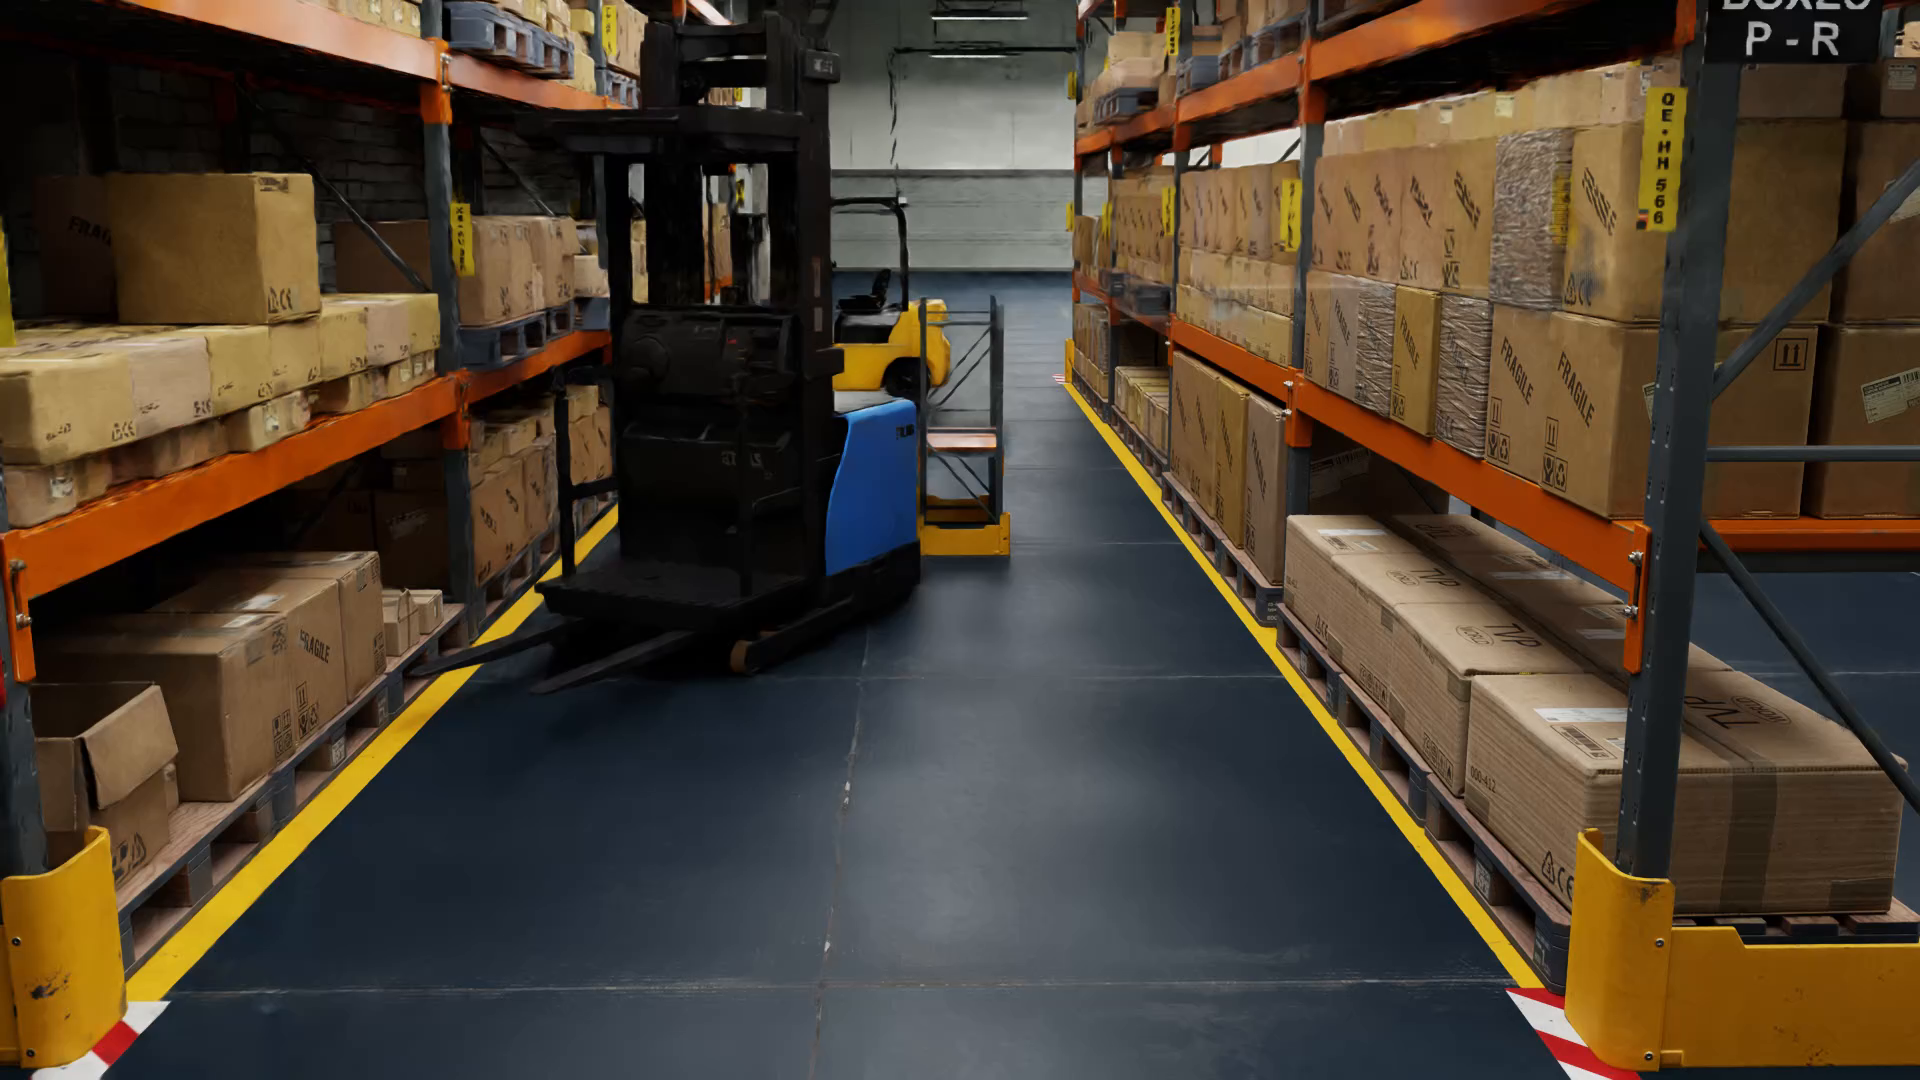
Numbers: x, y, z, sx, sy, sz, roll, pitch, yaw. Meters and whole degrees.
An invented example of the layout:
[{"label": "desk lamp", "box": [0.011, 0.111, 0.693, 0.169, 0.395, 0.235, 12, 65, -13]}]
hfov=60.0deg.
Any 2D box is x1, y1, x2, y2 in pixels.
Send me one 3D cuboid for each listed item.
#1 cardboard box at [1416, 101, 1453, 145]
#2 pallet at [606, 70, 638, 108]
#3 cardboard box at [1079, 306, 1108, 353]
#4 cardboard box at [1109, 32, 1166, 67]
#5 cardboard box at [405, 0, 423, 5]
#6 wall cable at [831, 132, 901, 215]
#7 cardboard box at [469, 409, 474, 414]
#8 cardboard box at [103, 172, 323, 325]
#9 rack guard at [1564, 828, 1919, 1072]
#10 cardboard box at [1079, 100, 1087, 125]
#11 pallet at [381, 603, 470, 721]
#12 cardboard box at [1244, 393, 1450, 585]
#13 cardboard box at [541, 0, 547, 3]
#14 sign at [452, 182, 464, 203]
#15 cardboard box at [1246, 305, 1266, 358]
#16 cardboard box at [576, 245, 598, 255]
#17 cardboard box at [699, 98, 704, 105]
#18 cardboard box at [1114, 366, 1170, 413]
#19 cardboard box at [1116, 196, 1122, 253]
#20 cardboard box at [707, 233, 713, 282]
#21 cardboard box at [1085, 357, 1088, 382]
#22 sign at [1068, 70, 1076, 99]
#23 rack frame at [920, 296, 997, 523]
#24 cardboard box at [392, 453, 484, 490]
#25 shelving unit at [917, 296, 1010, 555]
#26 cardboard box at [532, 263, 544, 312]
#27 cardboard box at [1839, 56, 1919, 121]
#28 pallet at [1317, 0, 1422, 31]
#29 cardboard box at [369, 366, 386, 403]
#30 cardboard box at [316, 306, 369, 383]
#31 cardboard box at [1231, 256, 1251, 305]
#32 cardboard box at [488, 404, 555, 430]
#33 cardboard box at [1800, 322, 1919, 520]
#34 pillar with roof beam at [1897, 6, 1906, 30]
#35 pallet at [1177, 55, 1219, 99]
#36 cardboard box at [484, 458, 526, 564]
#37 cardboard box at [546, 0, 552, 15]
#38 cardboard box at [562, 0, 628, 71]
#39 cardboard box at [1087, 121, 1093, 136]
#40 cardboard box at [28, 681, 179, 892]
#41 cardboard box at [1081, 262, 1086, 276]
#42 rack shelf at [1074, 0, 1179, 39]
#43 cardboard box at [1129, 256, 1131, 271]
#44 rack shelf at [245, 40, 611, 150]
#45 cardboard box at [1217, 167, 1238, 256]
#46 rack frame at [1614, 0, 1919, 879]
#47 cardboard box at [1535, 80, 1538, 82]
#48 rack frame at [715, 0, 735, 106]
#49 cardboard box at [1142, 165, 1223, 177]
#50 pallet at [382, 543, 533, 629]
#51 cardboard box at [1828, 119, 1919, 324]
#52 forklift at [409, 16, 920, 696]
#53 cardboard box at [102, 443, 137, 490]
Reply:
[{"label": "cardboard box", "box": [1.856, -1.486, 5.943, 0.380, 0.149, 0.250, 0, 11, -1]}, {"label": "pallet", "box": [-3.053, -3.282, 12.123, 1.213, 0.211, 1.003, 0, 11, 1]}, {"label": "cardboard box", "box": [1.604, -2.337, 18.507, 0.500, 0.500, 0.500, -1, 11, -3]}, {"label": "cardboard box", "box": [1.562, -4.217, 14.319, 0.500, 0.250, 0.500, 0, 11, -2]}, {"label": "cardboard box", "box": [-2.606, -2.422, 7.039, 0.500, 0.250, 0.500, 0, 11, -1]}, {"label": "wall cable", "box": [-3.360, -11.191, 50.898, 3.097, 2.526, 0.112, 0, 11, -1]}, {"label": "cardboard box", "box": [-3.170, -0.707, 10.098, 0.380, 0.149, 0.250, 0, 11, -1]}, {"label": "cardboard box", "box": [-2.555, -1.009, 5.731, 0.500, 0.500, 0.500, 0, 11, 0]}, {"label": "rack guard", "box": [2.179, 1.029, 4.230, 1.175, 0.500, 0.348, 0, 11, -1]}, {"label": "cardboard box", "box": [1.593, -4.722, 18.377, 0.500, 0.250, 0.500, 0, 11, -2]}, {"label": "pallet", "box": [-2.853, 0.528, 7.424, 1.003, 0.211, 1.213, 0, 11, -1]}, {"label": "cardboard box", "box": [2.003, -0.283, 8.699, 0.875, 0.875, 0.875, 0, 11, 1]}, {"label": "cardboard box", "box": [-2.525, -3.089, 9.274, 0.380, 0.149, 0.250, 0, 11, -1]}, {"label": "sign", "box": [-3.504, -2.334, 11.609, 0.100, 0.325, 0.005, 0, 11, -1]}, {"label": "cardboard box", "box": [1.825, -1.112, 8.872, 0.500, 0.250, 0.500, 0, 11, -2]}, {"label": "cardboard box", "box": [-2.689, -2.031, 12.144, 0.500, 0.250, 0.500, 0, 11, -1]}, {"label": "cardboard box", "box": [-2.754, -4.410, 16.532, 0.380, 0.149, 0.250, 0, 11, 1]}, {"label": "cardboard box", "box": [1.944, -1.400, 15.468, 0.950, 0.372, 0.625, 0, 11, 0]}, {"label": "cardboard box", "box": [1.664, -2.793, 14.725, 0.500, 0.500, 0.500, 0, 11, -1]}, {"label": "cardboard box", "box": [-2.819, -2.907, 17.095, 0.500, 0.500, 0.500, 0, 11, -2]}, {"label": "cardboard box", "box": [1.615, -1.868, 18.083, 0.500, 0.250, 0.500, 1, 11, 3]}, {"label": "sign", "box": [1.305, -5.277, 19.286, 0.100, 0.325, 0.005, 0, 11, -1]}, {"label": "rack frame", "box": [-0.012, -0.853, 10.992, 0.500, 1.500, 0.032, 0, 11, -1]}, {"label": "cardboard box", "box": [-2.608, -0.346, 8.319, 0.380, 0.149, 0.250, 0, 11, 2]}, {"label": "shelving unit", "box": [-0.002, -0.750, 10.485, 0.587, 1.500, 1.083, 0, 11, -1]}, {"label": "cardboard box", "box": [-2.512, -1.393, 9.160, 0.396, 0.266, 0.258, 0, 11, 2]}, {"label": "cardboard box", "box": [2.448, -1.129, 4.184, 0.380, 0.149, 0.250, 0, 11, 0]}, {"label": "pallet", "box": [2.102, -2.260, 6.833, 1.003, 0.211, 1.213, 0, 11, -1]}, {"label": "cardboard box", "box": [-2.573, -0.634, 6.771, 0.380, 0.149, 0.250, 0, 11, 0]}, {"label": "cardboard box", "box": [-2.590, -0.748, 6.332, 0.500, 0.250, 0.500, 0, 11, -2]}, {"label": "cardboard box", "box": [1.809, -1.456, 9.313, 0.500, 0.250, 0.500, 0, 11, 0]}, {"label": "cardboard box", "box": [-2.722, -0.763, 10.373, 0.380, 0.149, 0.250, 0, 11, -2]}, {"label": "cardboard box", "box": [2.456, -0.346, 4.471, 0.500, 0.500, 0.500, 0, 11, -2]}, {"label": "pillar with roof beam", "box": [22.568, -12.233, 48.226, 9.100, 9.000, 0.548, 0, 11, -1]}, {"label": "pallet", "box": [2.080, -3.041, 10.934, 1.213, 0.211, 1.003, 0, 11, 1]}, {"label": "cardboard box", "box": [-2.673, -0.158, 9.027, 0.500, 0.500, 0.500, 0, 11, -2]}, {"label": "cardboard box", "box": [-2.620, -3.183, 9.784, 0.380, 0.149, 0.250, 0, 11, -1]}, {"label": "cardboard box", "box": [-2.721, -3.689, 12.094, 0.500, 0.500, 0.500, 0, 11, -1]}, {"label": "cardboard box", "box": [1.561, -4.404, 17.811, 0.380, 0.149, 0.250, 0, 11, -1]}, {"label": "cardboard box", "box": [-2.702, 0.716, 4.708, 0.797, 0.503, 0.637, -1, 11, -3]}, {"label": "cardboard box", "box": [1.551, -3.036, 18.612, 0.380, 0.149, 0.250, 0, 11, 0]}, {"label": "rack shelf", "box": [1.889, -5.570, 17.198, 1.077, 0.370, 4.000, 0, 11, -1]}, {"label": "cardboard box", "box": [1.668, -2.401, 14.424, 0.380, 0.149, 0.250, 0, 11, 0]}, {"label": "rack shelf", "box": [-2.908, -2.490, 9.553, 1.077, 0.370, 4.000, 0, 11, -1]}, {"label": "cardboard box", "box": [1.801, -1.929, 9.758, 0.500, 0.500, 0.500, 0, 11, 0]}, {"label": "rack frame", "box": [2.178, -0.201, 4.005, 1.000, 3.000, 0.127, 0, 11, -1]}, {"label": "cardboard box", "box": [6.571, -4.921, 18.047, 0.500, 0.250, 0.500, 0, 11, -2]}, {"label": "rack frame", "box": [-3.115, -6.300, 18.981, 1.000, 3.000, 0.127, 0, 11, -1]}, {"label": "cardboard box", "box": [2.138, -3.359, 16.059, 0.700, 0.500, 0.500, 0, 11, -2]}, {"label": "pallet", "box": [-2.921, 0.230, 8.893, 1.003, 0.211, 1.213, 0, 11, -1]}, {"label": "cardboard box", "box": [2.453, -0.836, 4.371, 0.500, 0.500, 0.500, 0, 11, -2]}, {"label": "forklift", "box": [-1.298, -0.918, 7.711, 1.130, 2.935, 3.031, 5, 13, 25]}, {"label": "cardboard box", "box": [-2.608, -0.225, 4.758, 0.380, 0.149, 0.250, 0, 11, -2]}]
